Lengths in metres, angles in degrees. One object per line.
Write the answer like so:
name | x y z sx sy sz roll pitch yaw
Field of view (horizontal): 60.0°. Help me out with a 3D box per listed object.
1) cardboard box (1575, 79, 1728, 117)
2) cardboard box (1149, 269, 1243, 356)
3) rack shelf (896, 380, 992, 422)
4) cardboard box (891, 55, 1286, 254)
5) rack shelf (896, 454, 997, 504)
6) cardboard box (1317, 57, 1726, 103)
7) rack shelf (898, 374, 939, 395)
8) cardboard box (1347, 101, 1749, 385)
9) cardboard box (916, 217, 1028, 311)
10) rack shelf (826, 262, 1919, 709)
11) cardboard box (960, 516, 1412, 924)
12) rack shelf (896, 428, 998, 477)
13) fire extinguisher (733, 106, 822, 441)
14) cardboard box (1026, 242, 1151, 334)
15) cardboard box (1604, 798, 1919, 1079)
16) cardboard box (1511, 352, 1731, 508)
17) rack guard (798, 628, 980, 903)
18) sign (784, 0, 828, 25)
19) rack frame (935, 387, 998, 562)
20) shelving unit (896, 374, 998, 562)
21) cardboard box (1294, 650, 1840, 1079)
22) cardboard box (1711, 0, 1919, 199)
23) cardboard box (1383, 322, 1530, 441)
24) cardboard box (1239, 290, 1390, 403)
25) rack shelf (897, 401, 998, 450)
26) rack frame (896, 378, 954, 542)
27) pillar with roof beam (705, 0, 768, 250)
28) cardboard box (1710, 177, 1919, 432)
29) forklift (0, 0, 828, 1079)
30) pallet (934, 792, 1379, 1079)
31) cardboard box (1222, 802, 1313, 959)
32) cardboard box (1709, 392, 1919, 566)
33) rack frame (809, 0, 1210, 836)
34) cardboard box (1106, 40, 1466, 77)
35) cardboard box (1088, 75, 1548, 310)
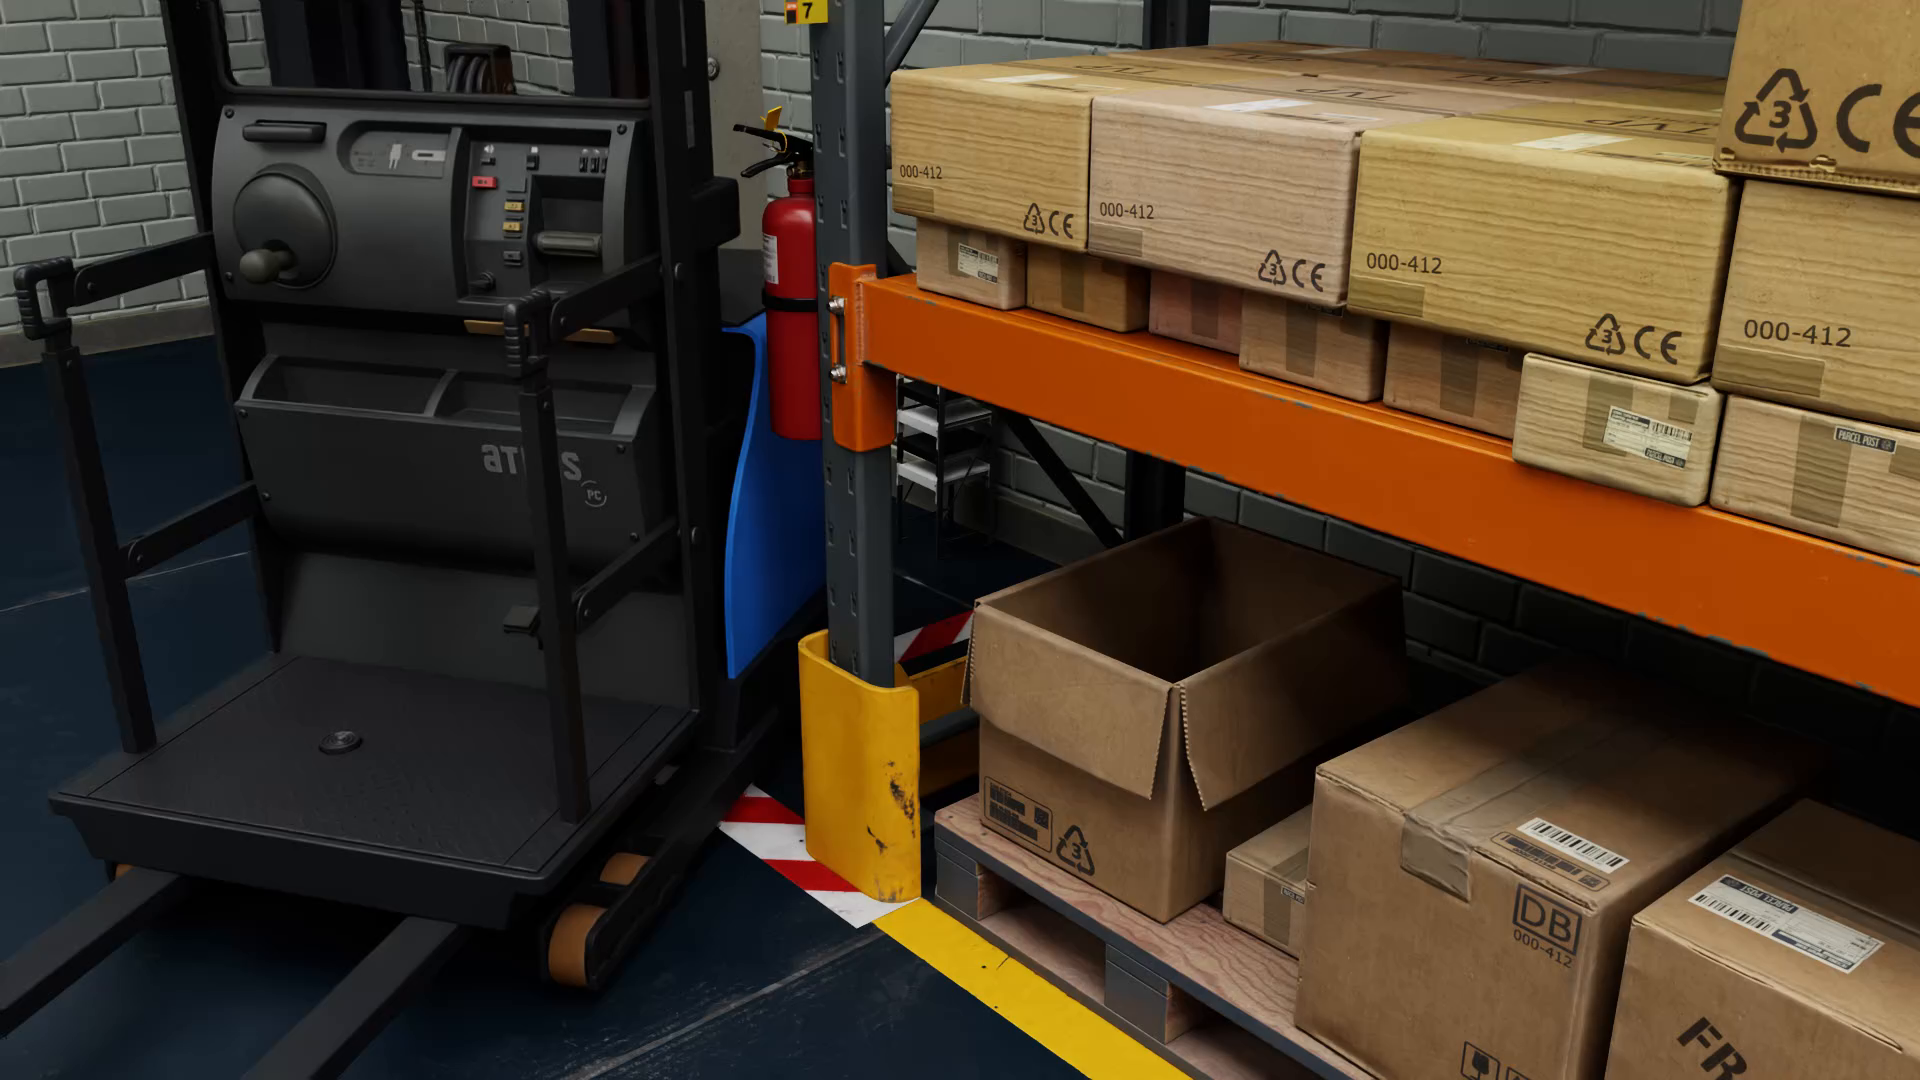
cardboard box | 1.289 -0.549 2.571 0.500 0.250 0.500 -16 27 -36
cardboard box | 0.538 -0.428 2.809 0.380 0.149 0.250 -18 28 -38
rack shelf | -0.038 -0.458 5.254 0.258 0.077 0.200 -17 29 -37
cardboard box | 0.225 -0.704 2.967 0.500 0.250 0.500 -17 27 -37
rack shelf | -0.045 -0.209 5.359 0.258 0.077 0.200 -17 29 -37
cardboard box | 0.970 -0.687 2.923 0.500 0.250 0.500 -17 27 -37
rack shelf | -0.036 -0.541 5.218 0.258 0.077 0.200 -17 29 -37
cardboard box | 0.887 -0.426 2.256 0.500 0.250 0.500 -18 28 -38
cardboard box | 0.139 -0.552 3.125 0.380 0.149 0.250 -18 27 -38
rack shelf | 1.438 0.062 2.198 1.077 0.370 4.000 -17 27 -37
cardboard box | 0.460 0.333 3.367 0.797 0.503 0.637 -19 28 -39
rack shelf | -0.043 -0.292 5.324 0.258 0.077 0.200 -17 29 -37
fire extinguisher | -0.313 -0.546 3.383 0.296 0.674 0.183 -17 27 -37
cardboard box | 0.341 -0.493 2.974 0.380 0.149 0.250 -17 27 -36
cardboard box | 1.258 0.750 2.308 0.500 0.500 0.500 -17 27 -36
cardboard box | 0.943 -0.184 2.186 0.380 0.149 0.250 -18 28 -39
rack guard | 0.182 0.360 3.880 1.175 0.500 0.348 -17 27 -37
sign | -0.278 -1.099 2.990 0.100 0.325 0.005 -17 27 -37
rack frame | 0.026 -0.374 5.205 0.240 0.900 0.006 -17 29 -37
shelving unit | -0.040 -0.406 5.276 0.258 0.900 0.210 -17 29 -37
cardboard box | 0.989 0.580 2.741 0.700 0.500 0.500 -16 27 -35
cardboard box | 1.204 -0.639 1.772 0.500 0.500 0.500 -17 27 -36
cardboard box | 0.835 -0.272 2.410 0.380 0.149 0.250 -17 27 -37
cardboard box | 0.657 -0.344 2.594 0.380 0.149 0.250 -16 27 -36
rack shelf | -0.041 -0.375 5.289 0.258 0.077 0.200 -17 29 -37
rack frame | -0.106 -0.437 5.346 0.240 0.900 0.006 -17 29 -37
pillar with roof beam | -4.206 -3.553 2.217 9.100 9.000 0.400 -17 27 -37
cardboard box | 1.237 -0.290 1.908 0.500 0.250 0.500 -18 28 -39
forklift | -1.132 -0.647 3.116 1.130 2.935 3.031 6 22 15
pallet | 0.703 0.714 3.371 1.003 0.211 1.213 -17 27 -37
cardboard box | 0.708 0.625 3.109 0.380 0.149 0.250 -19 28 -39
cardboard box | 1.130 -0.116 2.013 0.380 0.149 0.250 -17 27 -36
rack frame | 0.133 -0.825 3.478 1.000 3.000 0.127 -17 27 -37
cardboard box | 0.634 -0.830 3.288 0.500 0.250 0.500 -16 27 -36
cardboard box | 0.554 -0.565 2.612 0.500 0.250 0.500 -17 27 -37
